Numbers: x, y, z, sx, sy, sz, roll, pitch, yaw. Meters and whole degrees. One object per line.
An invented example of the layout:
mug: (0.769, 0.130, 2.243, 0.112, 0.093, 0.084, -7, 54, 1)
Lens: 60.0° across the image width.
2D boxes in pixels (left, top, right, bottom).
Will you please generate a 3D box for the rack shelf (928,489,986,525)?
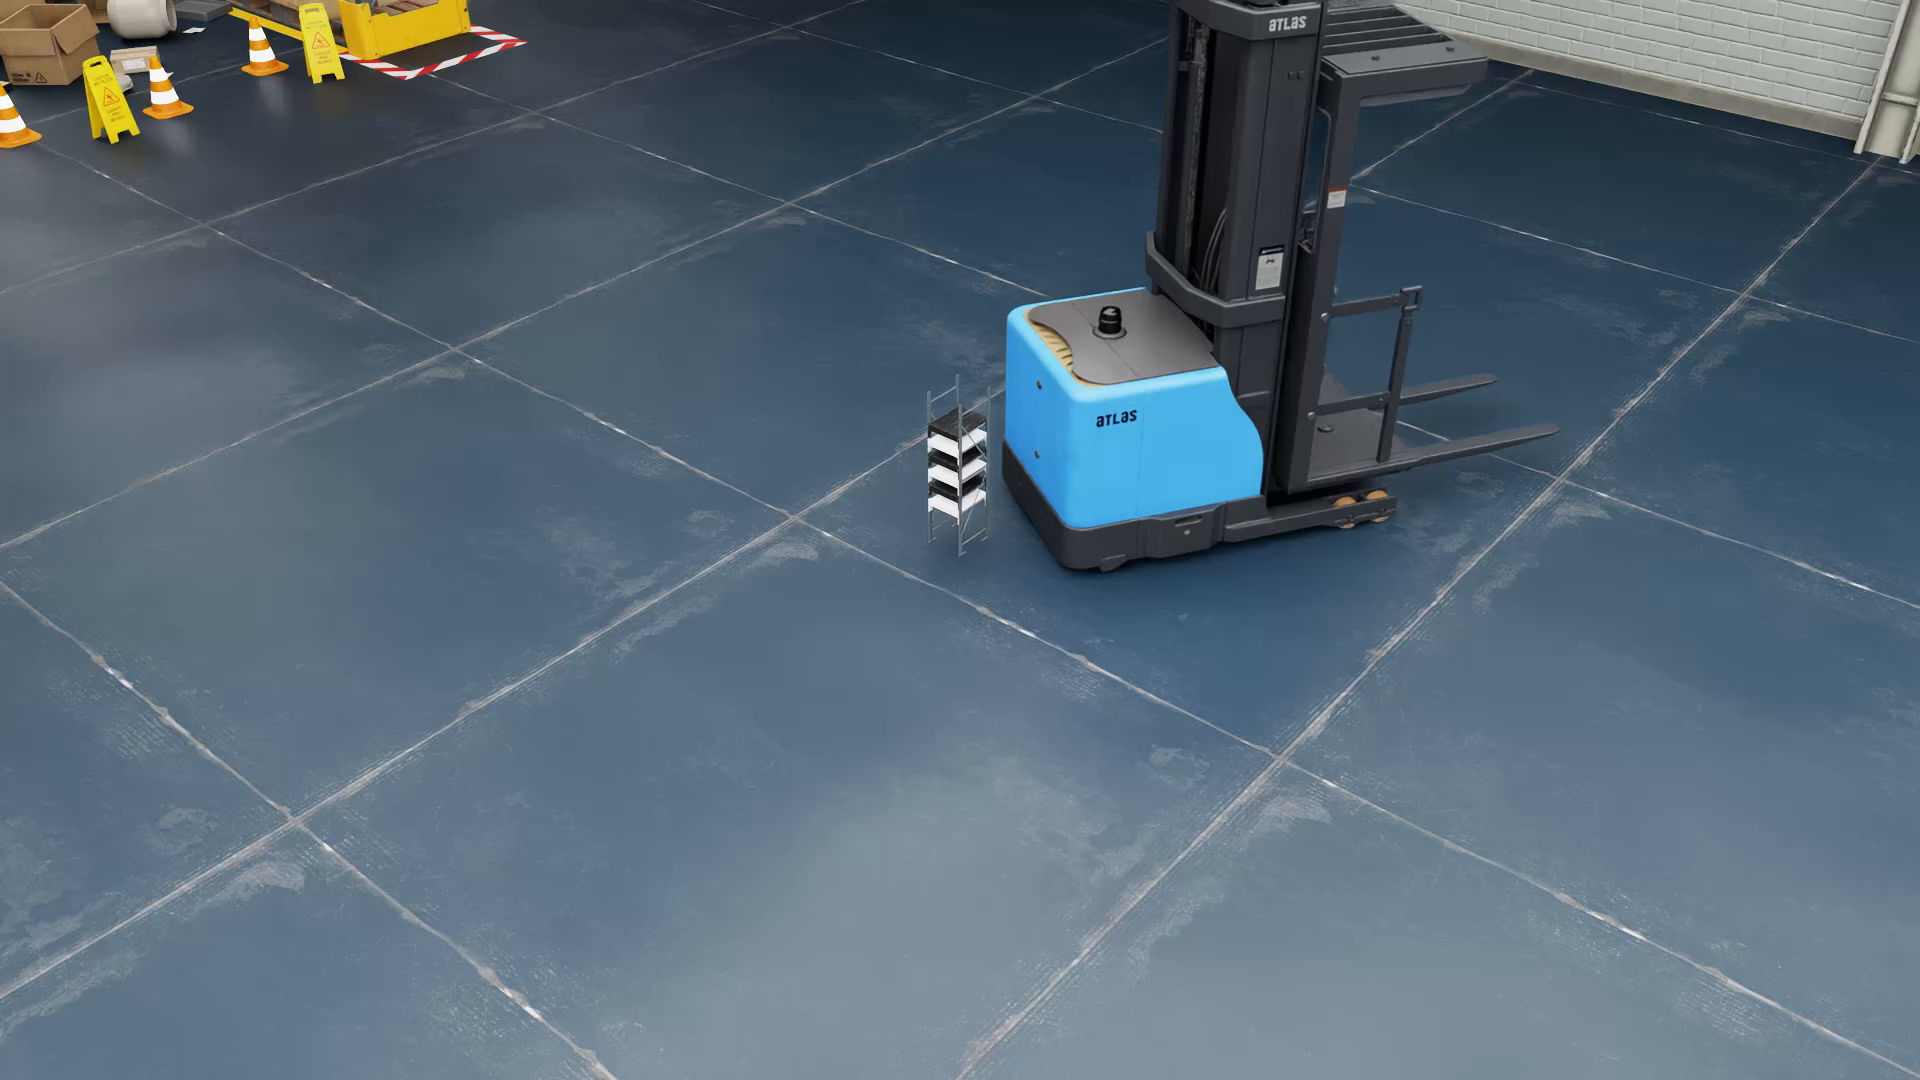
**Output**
rack shelf: (-0.006, -0.198, 8.620, 0.200, 0.077, 0.258, 25, 42, 32)

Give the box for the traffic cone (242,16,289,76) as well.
traffic cone: (-6.223, -4.414, 14.769, 0.334, 0.463, 0.336, 25, 42, 32)

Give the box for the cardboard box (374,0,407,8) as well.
cardboard box: (-5.510, -5.318, 15.902, 0.500, 0.250, 0.500, 25, 42, 31)

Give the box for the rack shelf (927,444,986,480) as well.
rack shelf: (-0.006, -0.421, 8.467, 0.200, 0.077, 0.258, 25, 42, 32)

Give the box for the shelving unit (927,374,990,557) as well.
shelving unit: (-0.006, -0.374, 8.500, 0.210, 0.900, 0.258, 25, 42, 32)

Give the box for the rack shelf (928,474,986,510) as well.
rack shelf: (-0.006, -0.272, 8.569, 0.200, 0.077, 0.258, 25, 42, 32)

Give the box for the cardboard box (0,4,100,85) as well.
cardboard box: (-8.037, -4.371, 14.671, 0.637, 0.503, 0.797, 0, 34, 0)

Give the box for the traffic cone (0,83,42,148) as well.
traffic cone: (-7.656, -3.440, 13.350, 0.334, 0.463, 0.336, 25, 42, 32)

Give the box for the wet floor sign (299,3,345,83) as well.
wet floor sign: (-5.606, -4.361, 14.530, 0.267, 0.644, 0.232, -18, 38, -25)

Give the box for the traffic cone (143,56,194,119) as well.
traffic cone: (-6.672, -3.808, 13.887, 0.334, 0.463, 0.336, 25, 42, 32)

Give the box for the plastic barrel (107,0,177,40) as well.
plastic barrel: (-7.623, -4.893, 15.501, 0.512, 0.421, 0.421, -6, 35, -8)

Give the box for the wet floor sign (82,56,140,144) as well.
wet floor sign: (-6.868, -3.556, 13.358, 0.232, 0.644, 0.267, 18, 38, 24)

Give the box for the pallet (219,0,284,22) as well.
pallet: (-6.661, -5.495, 16.565, 1.213, 0.211, 1.003, 25, 42, 32)

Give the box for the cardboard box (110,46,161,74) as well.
cardboard box: (-7.367, -4.286, 14.860, 0.380, 0.149, 0.250, -12, 36, -17)

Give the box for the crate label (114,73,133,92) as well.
crate label: (-7.316, -3.932, 14.354, 0.298, 0.136, 0.250, 6, 35, 8)

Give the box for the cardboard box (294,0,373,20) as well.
cardboard box: (-5.879, -5.090, 15.570, 0.500, 0.250, 0.500, 25, 42, 32)

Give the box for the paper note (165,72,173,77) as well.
paper note: (-7.067, -4.118, 14.719, 0.142, 0.019, 0.148, 12, 36, 16)

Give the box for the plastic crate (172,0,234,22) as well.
plastic crate: (-7.459, -5.186, 16.230, 0.583, 0.080, 0.402, 12, 36, 16)

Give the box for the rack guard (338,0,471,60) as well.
rack guard: (-5.126, -4.863, 15.389, 0.348, 0.500, 1.175, 25, 42, 32)

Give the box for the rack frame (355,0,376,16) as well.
rack frame: (-5.067, -5.866, 14.641, 0.127, 3.000, 1.000, 25, 42, 32)

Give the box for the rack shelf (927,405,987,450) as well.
rack shelf: (-0.006, -0.569, 8.366, 0.200, 0.077, 0.258, 25, 42, 32)

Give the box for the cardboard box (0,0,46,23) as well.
cardboard box: (-8.761, -4.762, 15.120, 0.503, 0.637, 0.797, 25, 42, 32)

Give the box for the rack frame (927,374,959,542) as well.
rack frame: (-0.084, -0.411, 8.553, 0.006, 0.900, 0.240, 25, 42, 32)

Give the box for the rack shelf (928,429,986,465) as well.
rack shelf: (-0.006, -0.495, 8.417, 0.200, 0.077, 0.258, 25, 42, 32)

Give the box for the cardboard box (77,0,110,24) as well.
cardboard box: (-8.189, -5.305, 16.031, 0.500, 0.500, 0.500, -6, 35, -8)

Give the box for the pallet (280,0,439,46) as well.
pallet: (-5.727, -5.053, 15.922, 1.213, 0.211, 1.003, 25, 42, 32)

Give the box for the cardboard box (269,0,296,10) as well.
cardboard box: (-6.254, -5.272, 15.835, 0.500, 0.250, 0.500, 25, 42, 32)

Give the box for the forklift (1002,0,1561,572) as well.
forklift: (1.804, -1.541, 8.404, 3.031, 2.935, 1.130, -11, 36, -15)

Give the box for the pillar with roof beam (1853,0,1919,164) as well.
pillar with roof beam: (4.615, -4.924, 7.971, 0.400, 9.000, 9.100, 25, 42, 32)

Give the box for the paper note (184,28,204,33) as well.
paper note: (-7.262, -4.840, 15.771, 0.148, 0.019, 0.142, 12, 36, 16)

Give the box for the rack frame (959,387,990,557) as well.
rack frame: (0.072, -0.337, 8.446, 0.006, 0.900, 0.240, 25, 42, 32)

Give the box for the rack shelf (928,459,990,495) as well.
rack shelf: (-0.006, -0.346, 8.518, 0.200, 0.077, 0.258, 25, 42, 32)

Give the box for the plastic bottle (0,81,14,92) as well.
plastic bottle: (-8.375, -3.938, 14.431, 0.283, 0.061, 0.133, 12, 36, 16)
